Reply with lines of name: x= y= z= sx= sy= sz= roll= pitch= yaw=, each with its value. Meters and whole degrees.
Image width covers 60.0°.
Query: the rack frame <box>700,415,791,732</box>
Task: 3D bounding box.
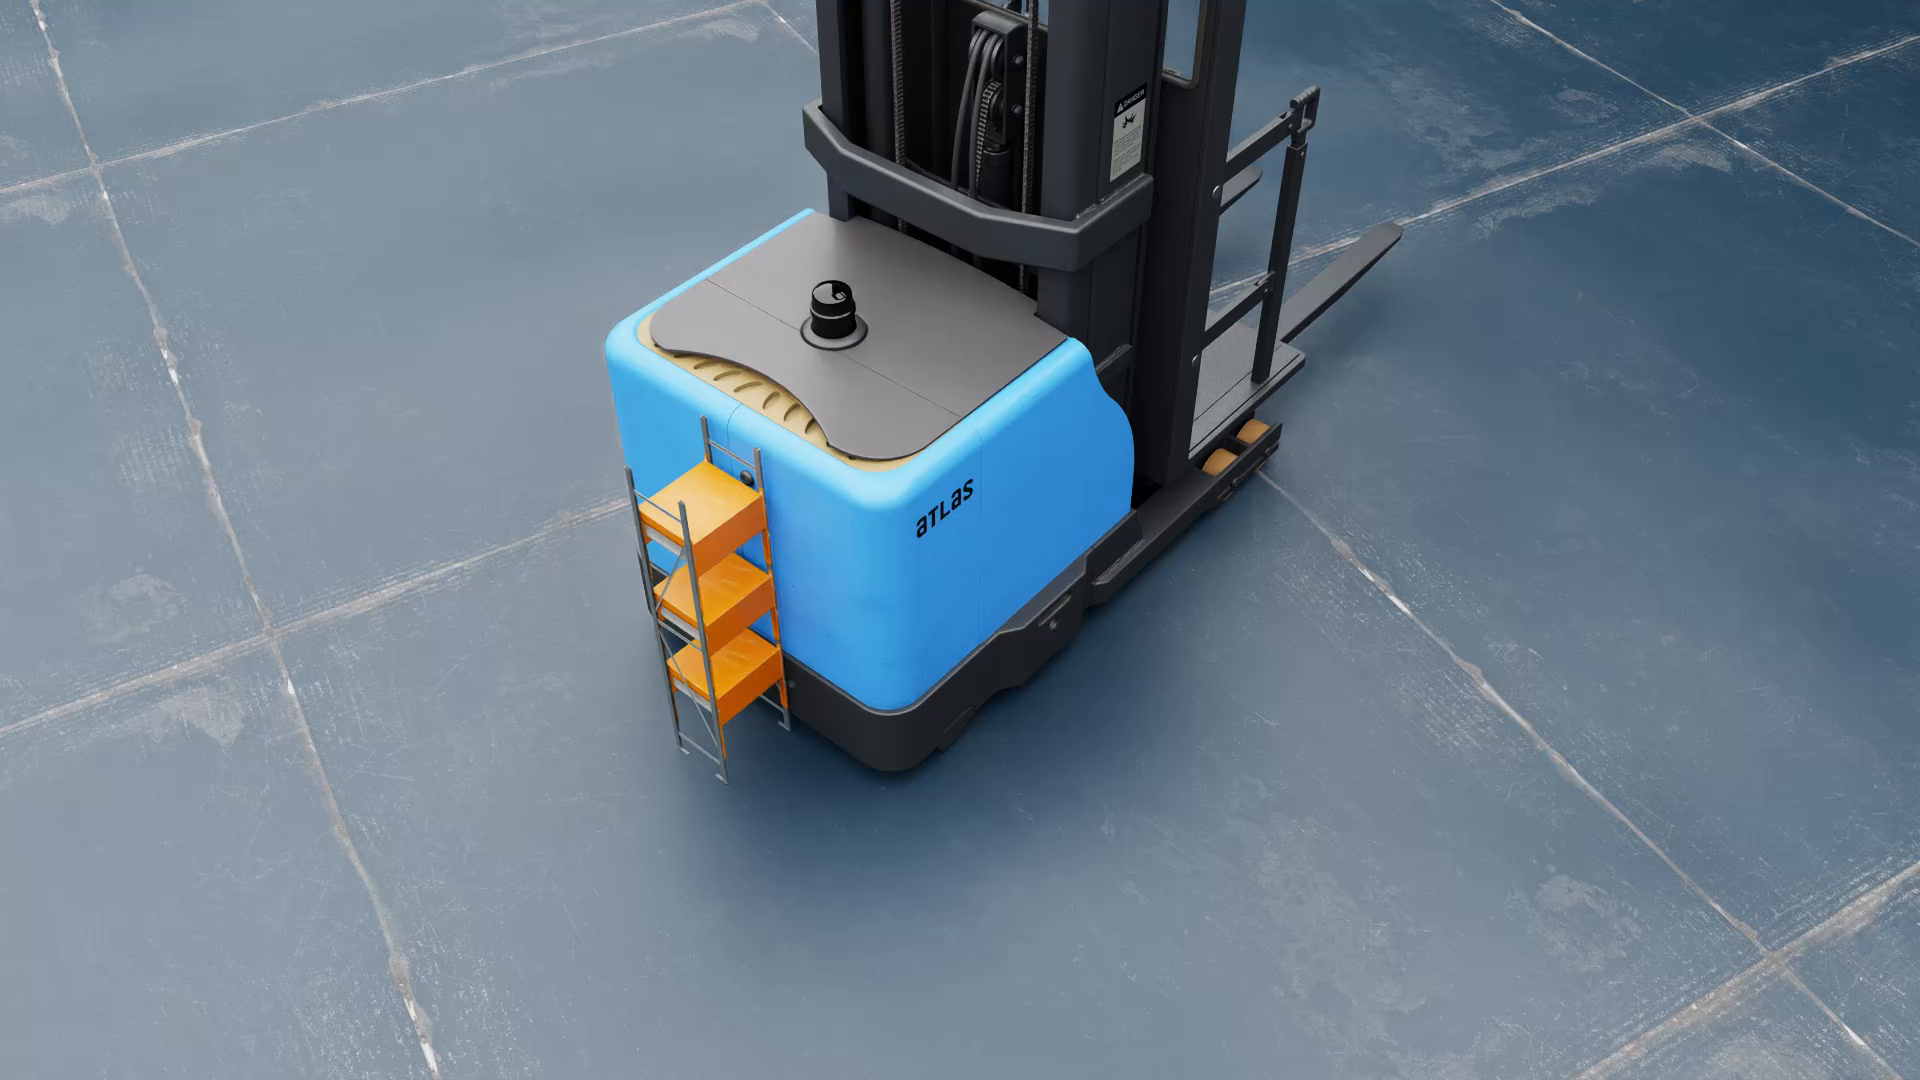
rack frame: x=-0.556 y=0.117 z=4.375 sx=0.200 sy=1.050 sz=0.008 roll=30 pitch=52 yaw=28

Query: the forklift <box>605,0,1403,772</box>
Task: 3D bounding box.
forklift: x=0.401 y=-1.383 z=4.571 sx=1.130 sy=2.935 sz=3.031 roll=30 pitch=52 yaw=28

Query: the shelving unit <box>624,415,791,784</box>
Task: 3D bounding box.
shelving unit: x=-0.634 y=0.182 z=4.308 sx=0.215 sy=1.050 sz=0.252 roll=30 pitch=52 yaw=28

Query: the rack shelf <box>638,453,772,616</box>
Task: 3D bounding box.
rack shelf: x=-0.634 y=-0.014 z=4.118 sx=0.215 sy=0.259 sz=0.240 roll=30 pitch=52 yaw=28

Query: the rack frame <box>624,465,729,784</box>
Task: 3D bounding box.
rack frame: x=-0.713 y=0.247 z=4.241 sx=0.200 sy=1.050 sz=0.008 roll=30 pitch=52 yaw=28

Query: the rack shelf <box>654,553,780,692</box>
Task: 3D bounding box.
rack shelf: x=-0.634 y=0.190 z=4.316 sx=0.215 sy=0.259 sz=0.240 roll=30 pitch=52 yaw=28

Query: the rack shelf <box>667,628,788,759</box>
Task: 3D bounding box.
rack shelf: x=-0.634 y=0.389 z=4.509 sx=0.215 sy=0.259 sz=0.240 roll=30 pitch=52 yaw=28
